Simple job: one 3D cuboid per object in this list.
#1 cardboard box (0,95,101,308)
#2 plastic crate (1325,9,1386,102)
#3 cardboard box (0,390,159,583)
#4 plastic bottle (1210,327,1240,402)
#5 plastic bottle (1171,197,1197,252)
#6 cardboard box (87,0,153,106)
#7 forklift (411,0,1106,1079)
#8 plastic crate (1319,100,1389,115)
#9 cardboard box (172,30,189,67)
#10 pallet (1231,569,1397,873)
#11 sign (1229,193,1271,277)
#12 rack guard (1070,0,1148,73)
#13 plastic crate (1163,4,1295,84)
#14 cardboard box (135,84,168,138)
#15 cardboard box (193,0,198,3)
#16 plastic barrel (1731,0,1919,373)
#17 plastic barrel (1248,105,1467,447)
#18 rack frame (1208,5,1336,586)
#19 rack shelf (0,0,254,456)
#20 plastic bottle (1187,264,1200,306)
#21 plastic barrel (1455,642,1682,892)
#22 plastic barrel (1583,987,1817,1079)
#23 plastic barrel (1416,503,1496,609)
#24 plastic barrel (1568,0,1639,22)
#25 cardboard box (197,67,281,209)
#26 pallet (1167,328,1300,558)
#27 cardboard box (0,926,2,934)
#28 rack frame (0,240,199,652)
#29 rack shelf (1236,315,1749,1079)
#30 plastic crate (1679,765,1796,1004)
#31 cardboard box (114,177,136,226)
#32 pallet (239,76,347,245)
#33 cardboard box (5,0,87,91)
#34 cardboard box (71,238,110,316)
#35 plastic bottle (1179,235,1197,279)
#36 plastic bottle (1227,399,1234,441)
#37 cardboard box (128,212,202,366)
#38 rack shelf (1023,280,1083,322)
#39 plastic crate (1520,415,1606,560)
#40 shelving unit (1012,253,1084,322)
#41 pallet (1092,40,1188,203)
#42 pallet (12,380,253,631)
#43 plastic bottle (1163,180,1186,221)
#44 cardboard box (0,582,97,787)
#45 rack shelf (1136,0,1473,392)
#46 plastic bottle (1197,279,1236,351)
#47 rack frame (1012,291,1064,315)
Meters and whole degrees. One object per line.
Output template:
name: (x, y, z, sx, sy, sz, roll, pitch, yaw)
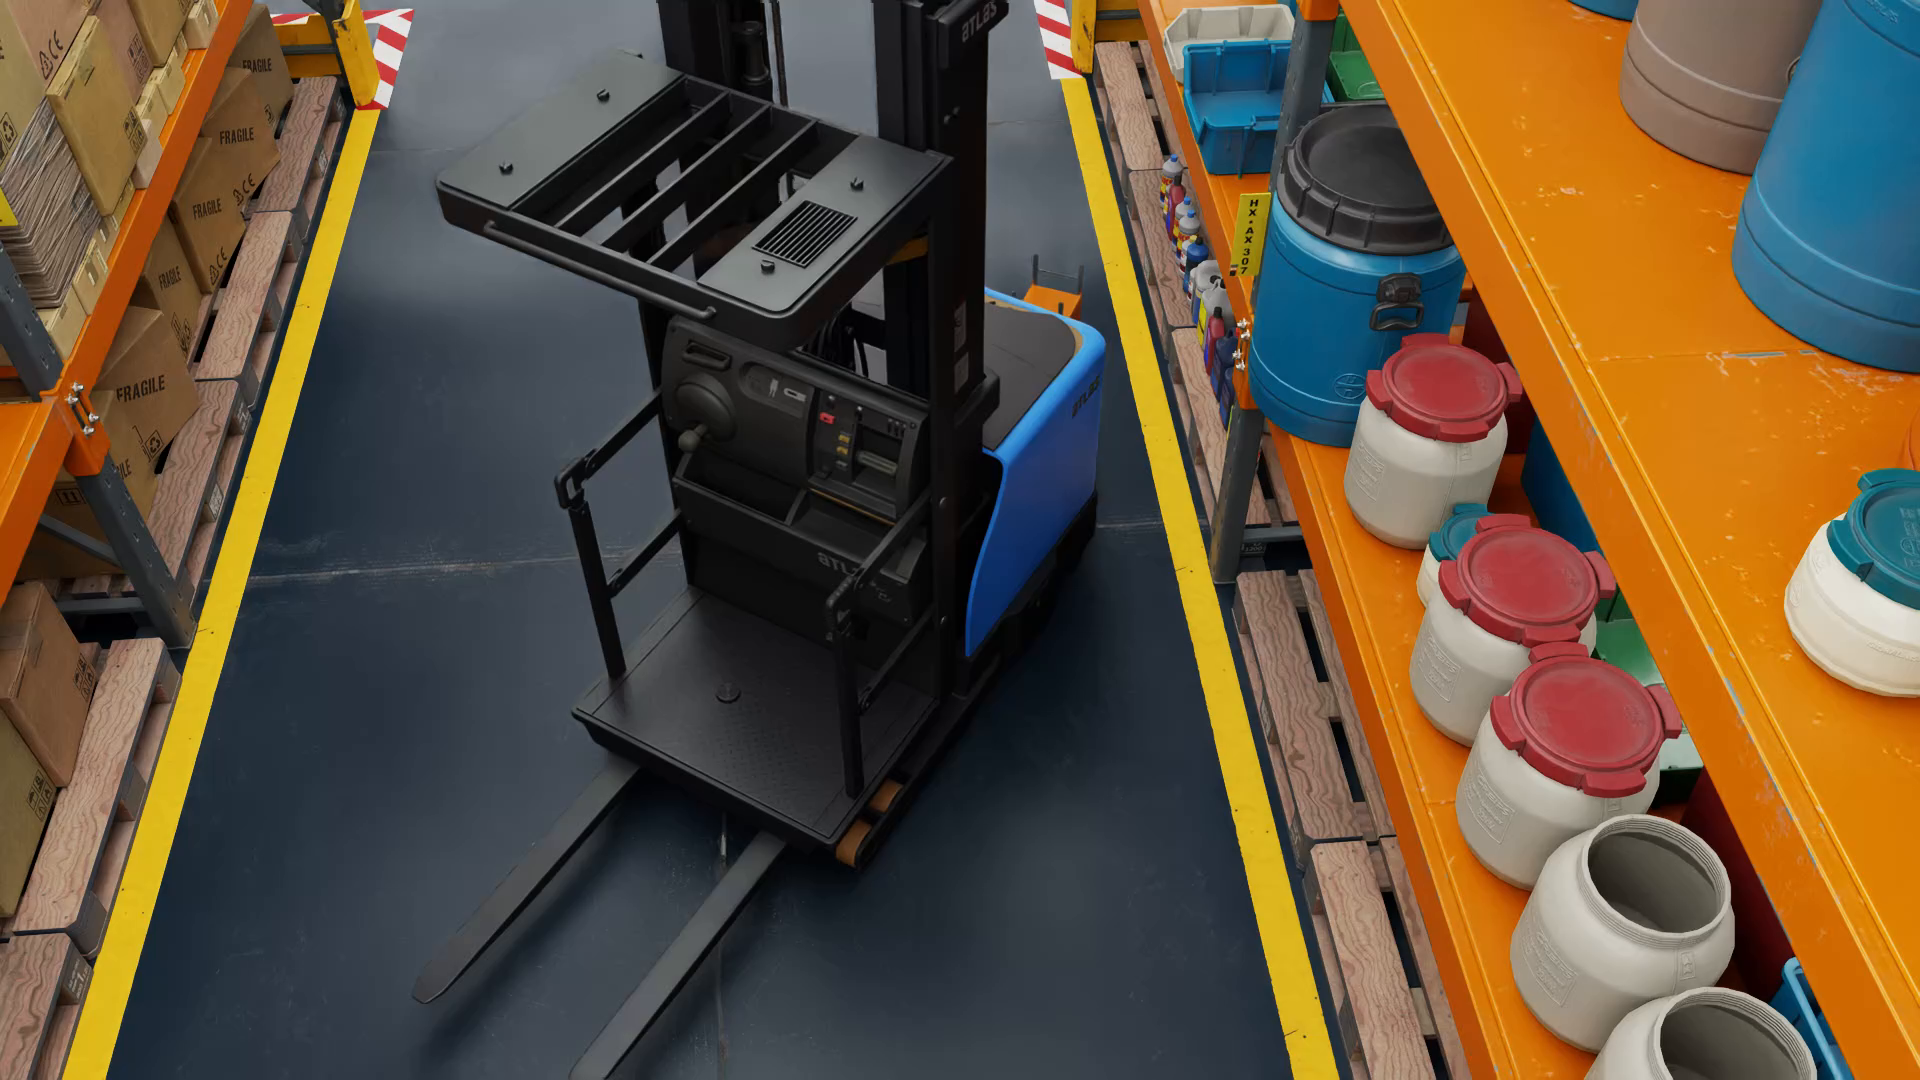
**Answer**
cardboard box: (-3.416, -1.090, 5.443, 0.875, 0.500, 0.500, -3, 47, -3)
plastic crate: (1.663, -1.852, 6.584, 0.450, 0.188, 0.662, -3, 47, -3)
cardboard box: (-3.433, -0.201, 6.307, 0.500, 0.500, 0.500, -5, 47, -5)
plastic bottle: (1.139, -0.753, 6.919, 0.144, 0.351, 0.185, -6, 47, -5)
plastic bottle: (1.031, -1.454, 7.637, 0.097, 0.271, 0.097, 0, 47, 0)
cardboard box: (-3.565, -1.810, 6.124, 0.875, 0.500, 0.500, -3, 47, -3)
forklift: (-0.637, -0.279, 4.995, 1.130, 2.935, 3.031, 23, 51, 20)
plastic crate: (1.579, -1.291, 5.949, 0.767, 0.338, 0.504, -3, 47, -3)
cardboard box: (-3.363, -1.974, 6.727, 0.380, 0.149, 0.250, -3, 47, -3)
pallet: (1.600, 0.599, 6.037, 1.003, 0.211, 1.213, -3, 47, -3)
sign: (0.947, -0.995, 5.436, 0.100, 0.325, 0.005, -3, 47, -3)
rack guard: (1.214, -2.908, 9.160, 1.175, 0.500, 0.348, -3, 47, -3)
plastic crate: (1.107, -1.994, 6.754, 0.530, 0.136, 0.437, -3, 47, -3)
cardboard box: (-3.287, -1.615, 6.386, 0.380, 0.149, 0.250, -3, 47, -3)
cardboard box: (-3.596, -2.537, 6.813, 0.875, 0.500, 0.500, -3, 47, -3)
plastic barrel: (1.864, -0.828, 3.057, 0.600, 0.901, 0.708, -3, 47, -3)
plastic barrel: (1.226, -0.800, 5.096, 0.600, 0.901, 0.708, -3, 47, -3)
rack frame: (1.496, -0.925, 5.560, 1.000, 3.000, 0.127, -3, 47, -3)
rack shelf: (-3.607, -1.824, 6.907, 1.077, 0.370, 4.000, -3, 47, -3)
plastic bottle: (1.065, -1.137, 7.385, 0.097, 0.201, 0.097, 0, 47, 0)
plastic barrel: (1.455, 0.577, 4.044, 0.433, 0.535, 0.433, 0, 47, 0)
plastic barrel: (1.532, 1.199, 3.472, 0.421, 0.512, 0.421, 0, 47, 0)
plastic barrel: (1.454, 0.089, 4.695, 0.301, 0.262, 0.301, 0, 47, 0)
plastic barrel: (1.755, -1.774, 3.953, 0.600, 0.901, 0.708, -3, 47, -3)
cardboard box: (-3.655, -1.920, 7.935, 0.500, 0.500, 0.500, 8, 47, 7)
pallet: (1.481, -0.455, 7.035, 1.003, 0.211, 1.213, -3, 47, -3)
cardboard box: (-3.341, 1.280, 4.890, 0.700, 0.500, 0.500, -7, 47, -7)
rack frame: (-3.440, -0.624, 5.275, 1.000, 3.000, 0.127, -3, 47, -3)
rack shelf: (1.663, 0.769, 4.451, 1.077, 0.370, 4.000, -3, 47, -3)
plastic crate: (2.000, 0.759, 3.921, 0.402, 0.464, 0.583, -3, 47, -3)
cardboard box: (-3.245, -1.253, 6.044, 0.380, 0.149, 0.250, -3, 47, -3)
pallet: (-3.736, -1.915, 8.418, 1.003, 0.211, 1.213, -3, 47, -3)
cardboard box: (-3.268, -1.808, 5.434, 0.500, 0.500, 0.500, -3, 47, -3)
cardboard box: (-3.166, -0.893, 5.703, 0.380, 0.149, 0.250, -3, 47, -3)
plastic bottle: (1.047, -1.286, 7.526, 0.097, 0.201, 0.097, 0, 47, 0)
plastic bottle: (1.127, -0.471, 6.698, 0.061, 0.283, 0.133, -1, 47, -1)
cardboard box: (-3.619, -1.059, 7.120, 0.500, 0.500, 0.500, -7, 47, -7)
rack shelf: (0.331, -0.808, 6.416, 0.215, 0.259, 0.240, 16, 49, 14)
plastic crate: (1.898, -0.141, 4.828, 0.392, 0.384, 0.575, -3, 47, -3)
shelving unit: (0.331, -0.621, 6.615, 0.215, 1.050, 0.252, 16, 49, 14)
pallet: (1.277, -2.220, 8.707, 1.003, 0.211, 1.213, -3, 47, -3)
pallet: (-3.531, -0.149, 6.746, 1.003, 0.211, 1.213, -3, 47, -3)
plastic bottle: (1.011, -1.603, 7.826, 0.097, 0.201, 0.097, 0, 47, 0)
cardboard box: (-3.410, 0.529, 5.601, 0.700, 0.500, 0.500, -7, 47, -6)
rack shelf: (1.328, -2.125, 7.192, 1.077, 0.370, 4.000, -3, 47, -3)
plastic bottle: (1.112, -0.987, 7.140, 0.144, 0.351, 0.185, -4, 47, -4)
rack frame: (0.287, -0.538, 6.536, 0.200, 1.050, 0.008, 16, 49, 14)
